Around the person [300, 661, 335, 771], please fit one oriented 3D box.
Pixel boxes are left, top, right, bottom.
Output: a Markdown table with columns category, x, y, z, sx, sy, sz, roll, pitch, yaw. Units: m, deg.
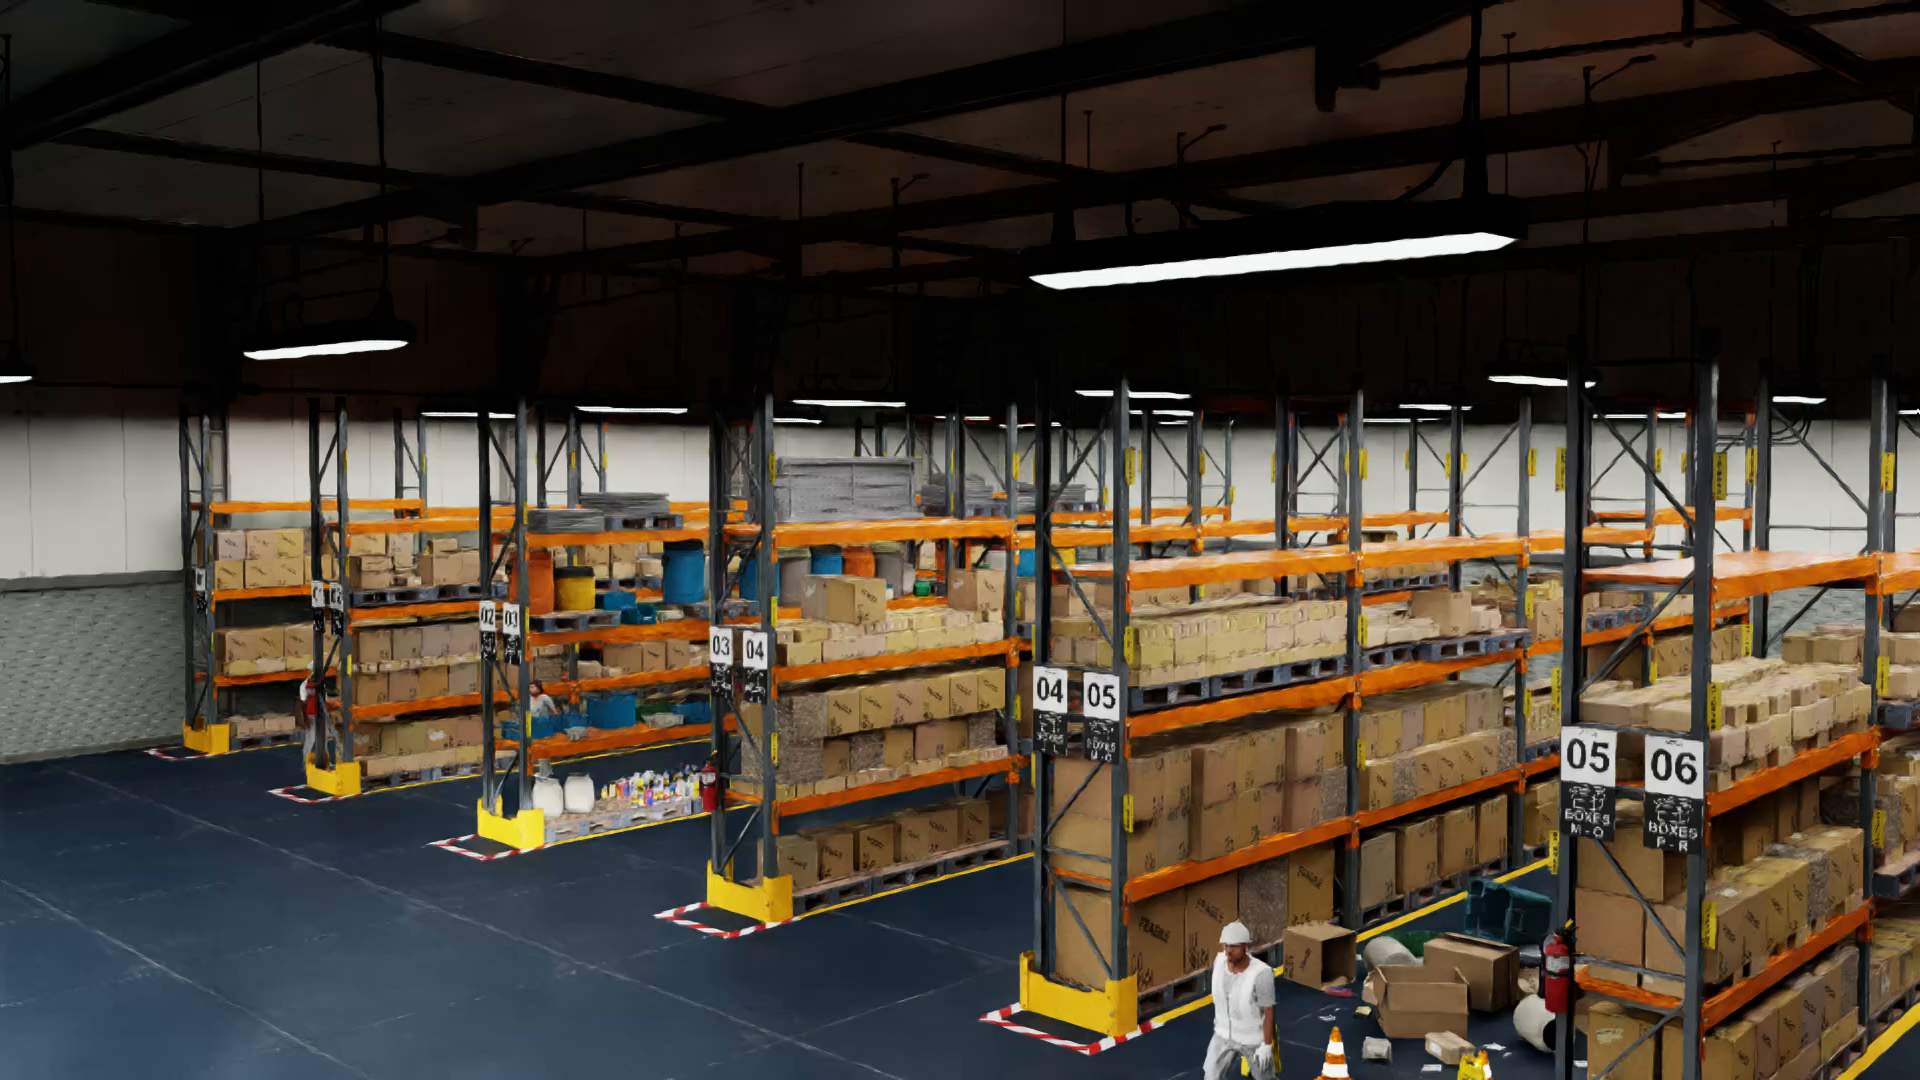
| category | x | y | z | sx | sy | sz | roll | pitch | yaw |
| --- | --- | --- | --- | --- | --- | --- | --- | --- | --- |
| person | -10.405 | 2.849 | 26.952 | 0.447 | 1.762 | 0.632 | 1 | 3 | 12 |

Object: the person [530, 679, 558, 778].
| category | x | y | z | sx | sy | sz | roll | pitch | yaw |
| --- | --- | --- | --- | --- | --- | --- | --- | --- | --- |
| person | -6.576 | 2.976 | 26.138 | 0.609 | 1.610 | 0.790 | 1 | 3 | 24 |

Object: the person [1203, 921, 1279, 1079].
| category | x | y | z | sx | sy | sz | roll | pitch | yaw |
| --- | --- | --- | --- | --- | --- | --- | --- | --- | --- |
| person | 2.115 | 3.645 | 12.320 | 0.563 | 1.707 | 0.964 | 3 | 4 | 41 |
